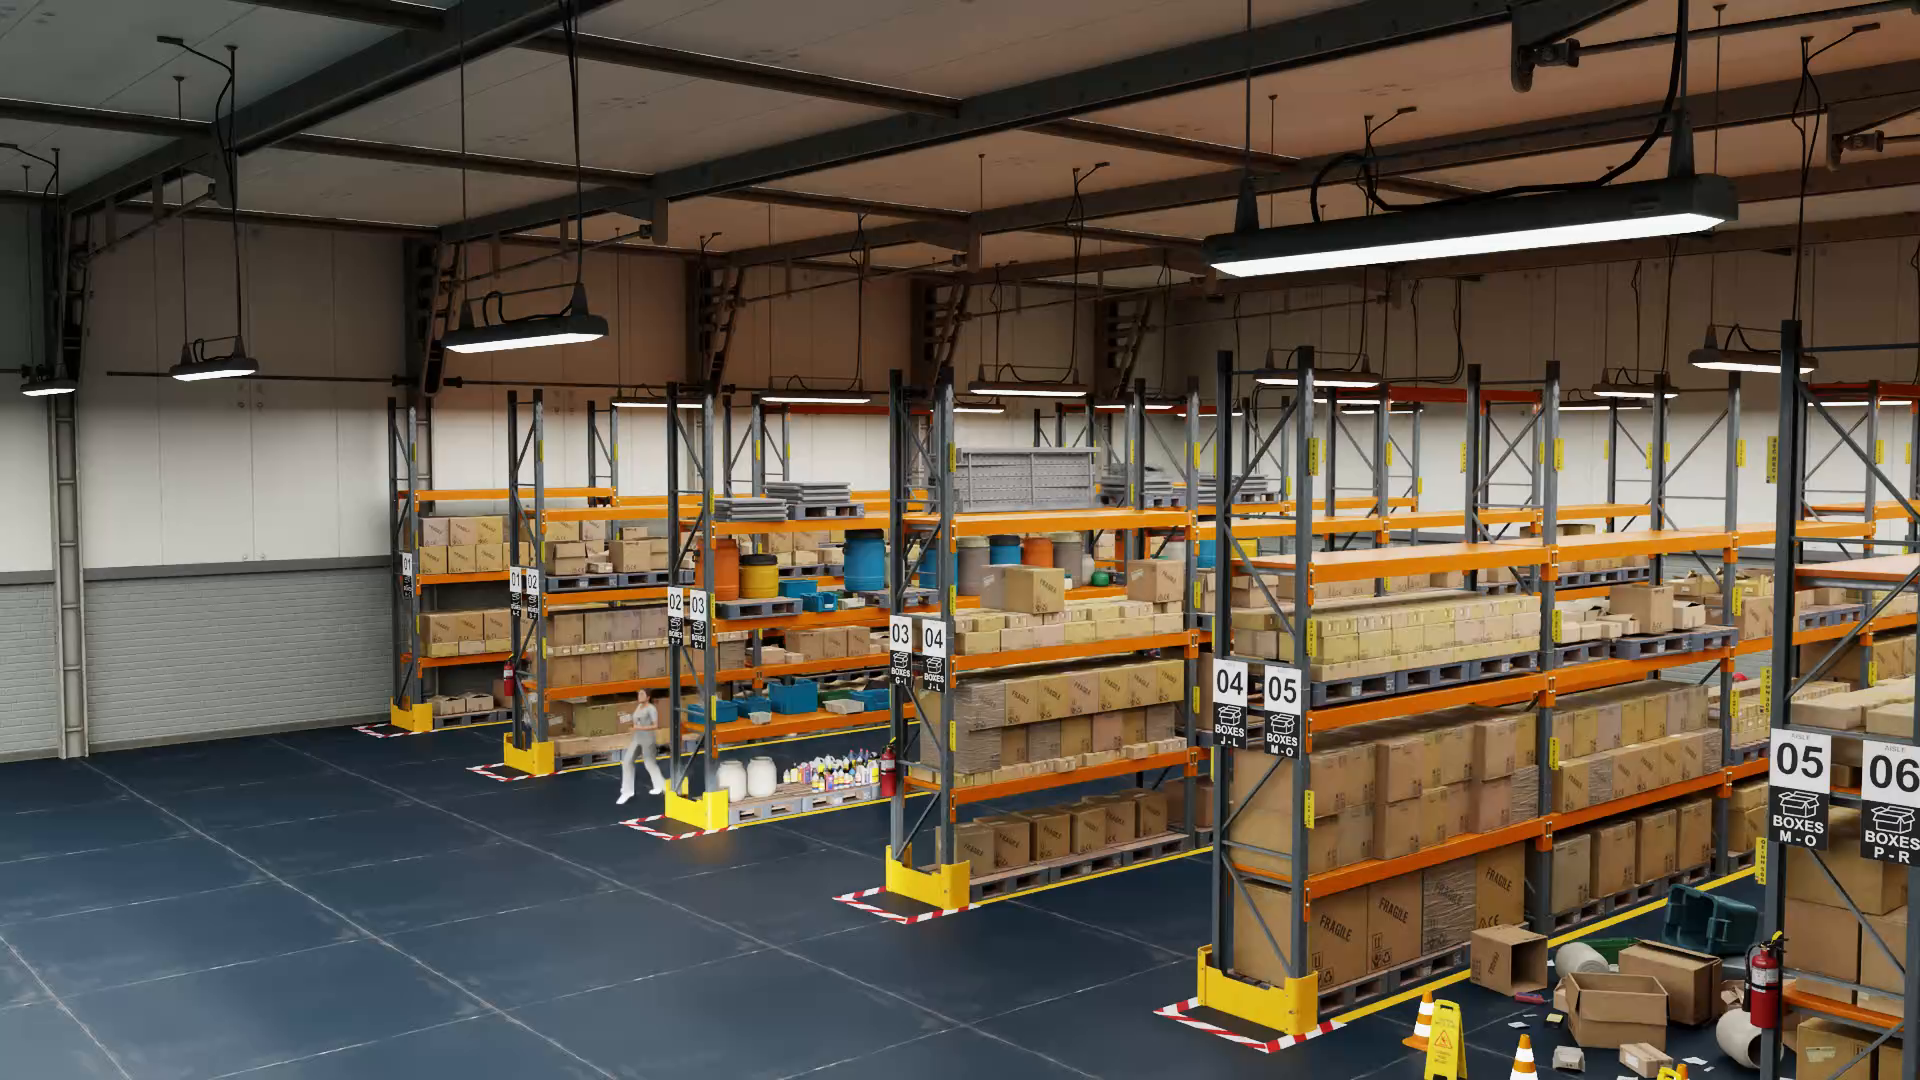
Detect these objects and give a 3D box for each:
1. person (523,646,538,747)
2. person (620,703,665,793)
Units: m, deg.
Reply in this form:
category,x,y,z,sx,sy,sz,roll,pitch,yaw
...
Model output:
category,x,y,z,sx,sy,sz,roll,pitch,yaw
person,-7.217,2.663,28.232,0.606,1.728,0.664,-3,4,-37
person,-4.485,2.984,24.015,0.537,1.303,0.701,3,4,37
